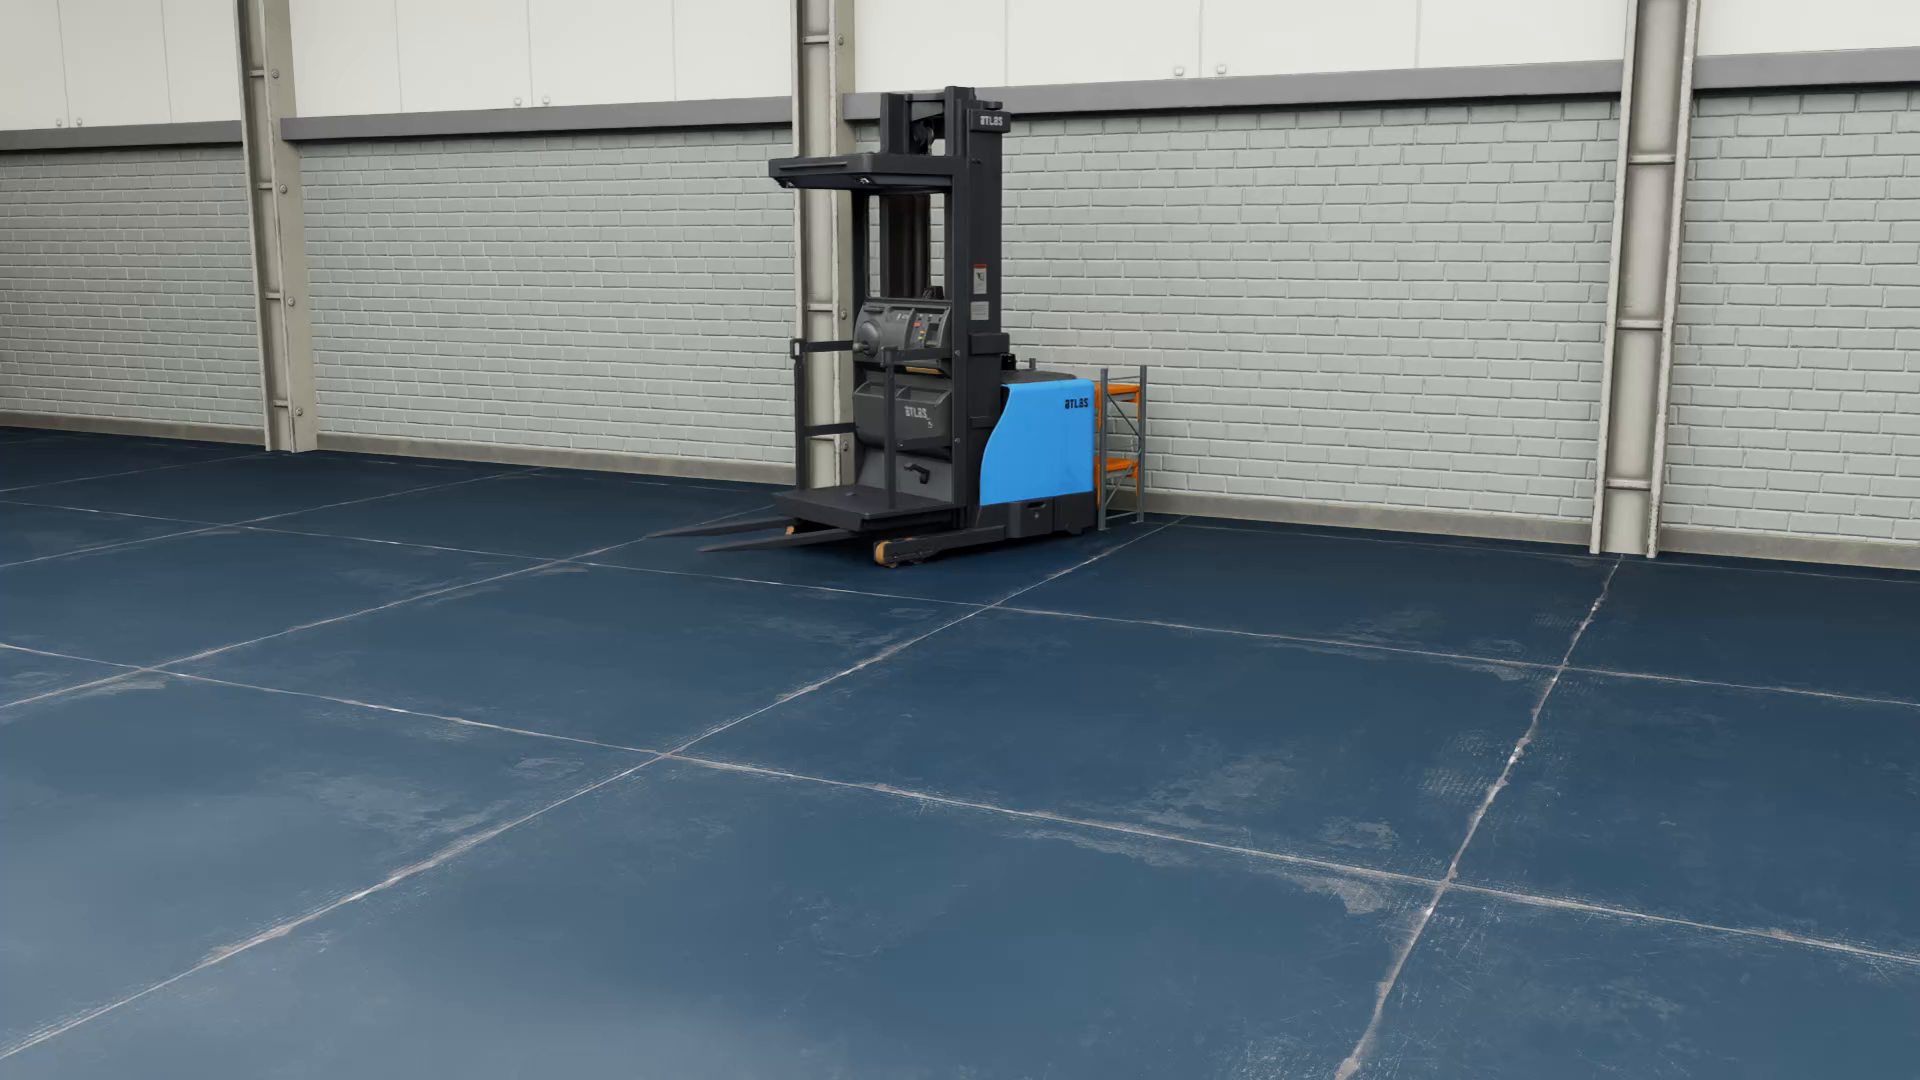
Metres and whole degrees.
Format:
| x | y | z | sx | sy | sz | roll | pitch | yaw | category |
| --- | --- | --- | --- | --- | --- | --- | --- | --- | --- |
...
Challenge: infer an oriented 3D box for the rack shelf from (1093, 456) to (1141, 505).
| x | y | z | sx | sy | sz | roll | pitch | yaw | category |
| --- | --- | --- | --- | --- | --- | --- | --- | --- | --- |
| 0.765 | -0.473 | 12.057 | 1.000 | 0.278 | 0.538 | 9 | 14 | 41 | rack shelf |

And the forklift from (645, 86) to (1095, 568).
| x | y | z | sx | sy | sz | roll | pitch | yaw | category |
| --- | --- | --- | --- | --- | --- | --- | --- | --- | --- |
| -0.537 | -1.377 | 10.607 | 3.031 | 2.935 | 1.130 | -8 | 13 | -38 | forklift |

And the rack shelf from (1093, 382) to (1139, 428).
| x | y | z | sx | sy | sz | roll | pitch | yaw | category |
| --- | --- | --- | --- | --- | --- | --- | --- | --- | --- |
| 0.765 | -1.001 | 11.961 | 1.000 | 0.278 | 0.538 | 9 | 14 | 41 | rack shelf |

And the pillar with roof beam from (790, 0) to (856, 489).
| x | y | z | sx | sy | sz | roll | pitch | yaw | category |
| --- | --- | --- | --- | --- | --- | --- | --- | --- | --- |
| -2.961 | -4.139 | 8.833 | 0.400 | 9.000 | 9.100 | 5 | 11 | 26 | pillar with roof beam |

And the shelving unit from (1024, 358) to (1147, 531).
| x | y | z | sx | sy | sz | roll | pitch | yaw | category |
| --- | --- | --- | --- | --- | --- | --- | --- | --- | --- |
| 0.765 | -0.713 | 12.013 | 1.048 | 1.125 | 0.538 | 9 | 14 | 41 | shelving unit |

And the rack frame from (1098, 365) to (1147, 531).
| x | y | z | sx | sy | sz | roll | pitch | yaw | category |
| --- | --- | --- | --- | --- | --- | --- | --- | --- | --- |
| 1.142 | -0.653 | 11.678 | 0.032 | 1.125 | 0.500 | 9 | 14 | 41 | rack frame |

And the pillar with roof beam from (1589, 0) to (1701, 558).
| x | y | z | sx | sy | sz | roll | pitch | yaw | category |
| --- | --- | --- | --- | --- | --- | --- | --- | --- | --- |
| 2.419 | -3.667 | 6.221 | 0.400 | 9.000 | 9.100 | 5 | 11 | 26 | pillar with roof beam |

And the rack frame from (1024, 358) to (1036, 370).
| x | y | z | sx | sy | sz | roll | pitch | yaw | category |
| --- | --- | --- | --- | --- | --- | --- | --- | --- | --- |
| 0.388 | -0.774 | 12.349 | 0.032 | 1.125 | 0.500 | 9 | 14 | 41 | rack frame |

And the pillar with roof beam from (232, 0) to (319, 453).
| x | y | z | sx | sy | sz | roll | pitch | yaw | category |
| --- | --- | --- | --- | --- | --- | --- | --- | --- | --- |
| -8.342 | -4.612 | 11.446 | 0.400 | 9.000 | 9.100 | 5 | 11 | 26 | pillar with roof beam |
